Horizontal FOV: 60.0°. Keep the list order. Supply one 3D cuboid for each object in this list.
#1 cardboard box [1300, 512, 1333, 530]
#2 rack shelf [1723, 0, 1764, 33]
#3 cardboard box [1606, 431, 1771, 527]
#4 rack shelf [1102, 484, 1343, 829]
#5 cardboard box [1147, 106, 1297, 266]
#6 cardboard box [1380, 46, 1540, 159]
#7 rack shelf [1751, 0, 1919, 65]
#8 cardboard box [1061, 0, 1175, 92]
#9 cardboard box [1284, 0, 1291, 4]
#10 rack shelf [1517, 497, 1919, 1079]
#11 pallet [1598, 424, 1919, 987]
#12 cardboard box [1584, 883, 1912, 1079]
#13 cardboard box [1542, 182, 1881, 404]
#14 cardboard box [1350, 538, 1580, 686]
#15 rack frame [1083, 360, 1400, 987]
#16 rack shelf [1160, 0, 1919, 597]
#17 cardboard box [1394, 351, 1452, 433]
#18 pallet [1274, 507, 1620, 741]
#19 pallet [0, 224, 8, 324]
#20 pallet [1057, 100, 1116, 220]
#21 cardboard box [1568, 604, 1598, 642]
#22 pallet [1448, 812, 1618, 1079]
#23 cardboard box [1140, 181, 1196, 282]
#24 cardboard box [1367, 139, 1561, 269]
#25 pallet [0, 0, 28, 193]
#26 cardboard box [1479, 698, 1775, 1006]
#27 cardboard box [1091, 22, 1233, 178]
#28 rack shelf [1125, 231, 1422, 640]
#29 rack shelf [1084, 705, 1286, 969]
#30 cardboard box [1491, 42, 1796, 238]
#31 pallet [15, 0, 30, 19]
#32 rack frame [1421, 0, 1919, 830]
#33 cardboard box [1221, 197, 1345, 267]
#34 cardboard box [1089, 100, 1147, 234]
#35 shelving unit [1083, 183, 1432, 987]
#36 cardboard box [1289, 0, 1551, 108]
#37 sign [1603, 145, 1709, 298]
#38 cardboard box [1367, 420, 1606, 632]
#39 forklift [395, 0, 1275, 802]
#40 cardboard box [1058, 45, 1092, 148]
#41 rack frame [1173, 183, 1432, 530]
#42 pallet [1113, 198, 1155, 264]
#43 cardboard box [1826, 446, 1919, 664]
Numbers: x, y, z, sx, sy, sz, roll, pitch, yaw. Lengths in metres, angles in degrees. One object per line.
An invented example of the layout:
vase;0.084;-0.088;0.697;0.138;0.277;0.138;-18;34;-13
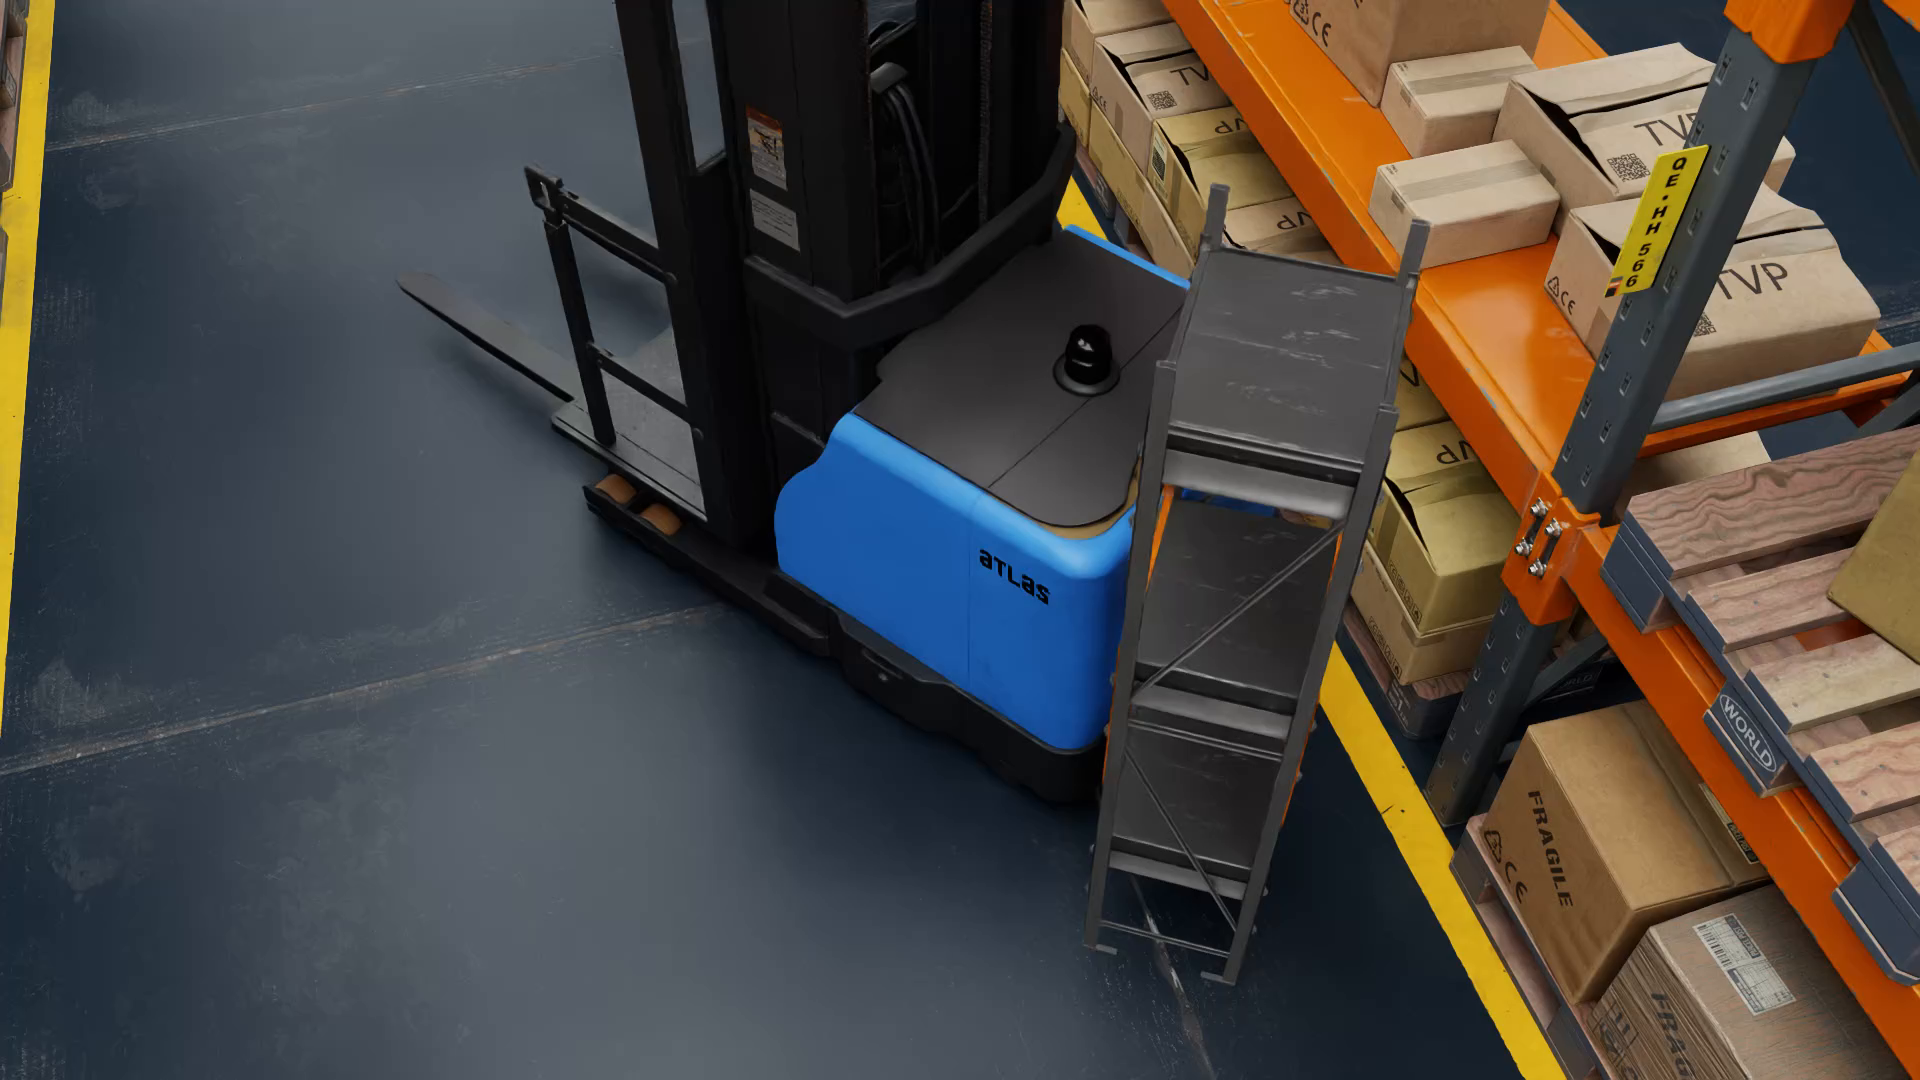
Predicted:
cardboard box;1.243;-0.281;5.048;0.500;0.250;0.500;-14;51;-11
rack shelf;1.196;-2.522;3.923;1.077;0.370;4.000;-13;51;-11
cardboard box;1.913;-0.206;4.618;0.500;0.311;0.500;-12;51;-10
rack shelf;0.585;0.255;3.679;0.431;0.518;0.480;13;51;10
cardboard box;0.944;-1.197;5.454;0.500;0.311;0.500;-12;51;-10
cardboard box;1.356;-1.164;4.434;0.380;0.149;0.250;-10;51;-8
rack shelf;2.379;0.399;1.460;1.077;0.370;4.000;-13;51;-11
cardboard box;0.631;-1.953;6.092;0.500;0.311;0.500;-14;51;-11
cardboard box;1.120;-1.965;4.879;0.500;0.500;0.500;-13;51;-11
rack shelf;2.379;1.366;2.607;1.077;0.370;4.000;-13;51;-11
pallet;2.055;0.214;3.233;1.213;0.211;1.003;-13;51;-11
cardboard box;1.809;1.115;3.695;0.500;0.500;0.500;-15;51;-12
cardboard box;1.721;-0.574;3.830;0.500;0.311;0.500;-10;51;-9
cardboard box;1.398;0.095;4.732;0.500;0.250;0.500;-12;51;-10
rack frame;0.516;0.426;3.518;0.400;2.100;0.015;13;51;10
rack shelf;1.196;-1.556;5.070;1.077;0.370;4.000;-13;51;-11
cardboard box;1.237;-0.462;4.834;0.500;0.311;0.500;-14;51;-12
pallet;1.581;-0.038;5.144;1.003;0.211;1.213;-13;51;-11
pallet;-3.859;-0.667;5.675;1.003;0.211;1.213;-13;51;-11
pallet;0.859;-1.820;6.646;1.003;0.211;1.213;-13;51;-11
cardboard box;1.913;-0.025;4.833;0.500;0.250;0.500;-13;51;-11
pallet;1.972;1.126;4.163;1.003;0.211;1.213;-13;51;-11
cardboard box;0.942;-1.024;5.675;0.500;0.250;0.500;-12;51;-10
cardboard box;1.257;-0.840;4.161;0.380;0.149;0.250;-13;51;-11
pallet;-4.288;-1.732;6.572;1.003;0.211;1.213;-13;51;-11
cardboard box;1.649;0.734;4.016;0.500;0.500;0.500;-11;51;-9
cardboard box;0.786;-1.575;5.773;0.500;0.311;0.500;-15;51;-12
rack shelf;0.585;-0.196;3.144;0.431;0.518;0.480;13;51;10
rack shelf;0.584;0.706;4.214;0.431;0.518;0.480;13;51;10
cardboard box;1.708;-0.995;4.185;0.500;0.311;0.500;-14;51;-11
pallet;-4.652;-2.625;7.325;1.003;0.211;1.213;-13;51;-11
rack frame;1.787;-0.327;3.564;1.000;3.000;0.127;-13;51;-11
cardboard box;1.090;-0.831;5.146;0.500;0.311;0.500;-14;51;-11
cardboard box;0.792;-1.395;5.988;0.500;0.250;0.500;-15;51;-12
shelving unit;0.585;0.246;3.669;0.431;2.100;0.503;13;51;10
cardboard box;1.275;-1.581;4.555;0.500;0.500;0.500;-16;52;-13
sign;1.258;-0.572;3.013;0.100;0.325;0.005;-13;51;-11
cardboard box;1.397;-0.083;4.515;0.500;0.311;0.500;-12;51;-10
forklift;-0.554;-1.182;4.330;3.031;2.935;1.130;31;57;24
cardboard box;0.637;-1.773;6.307;0.500;0.250;0.500;-12;51;-10
rack frame;0.653;0.067;3.820;0.400;2.100;0.015;13;51;10
pallet;1.224;-0.928;5.894;1.003;0.211;1.213;-13;51;-11
cardboard box;2.081;-0.060;2.998;0.700;0.500;0.500;-30;56;-23
